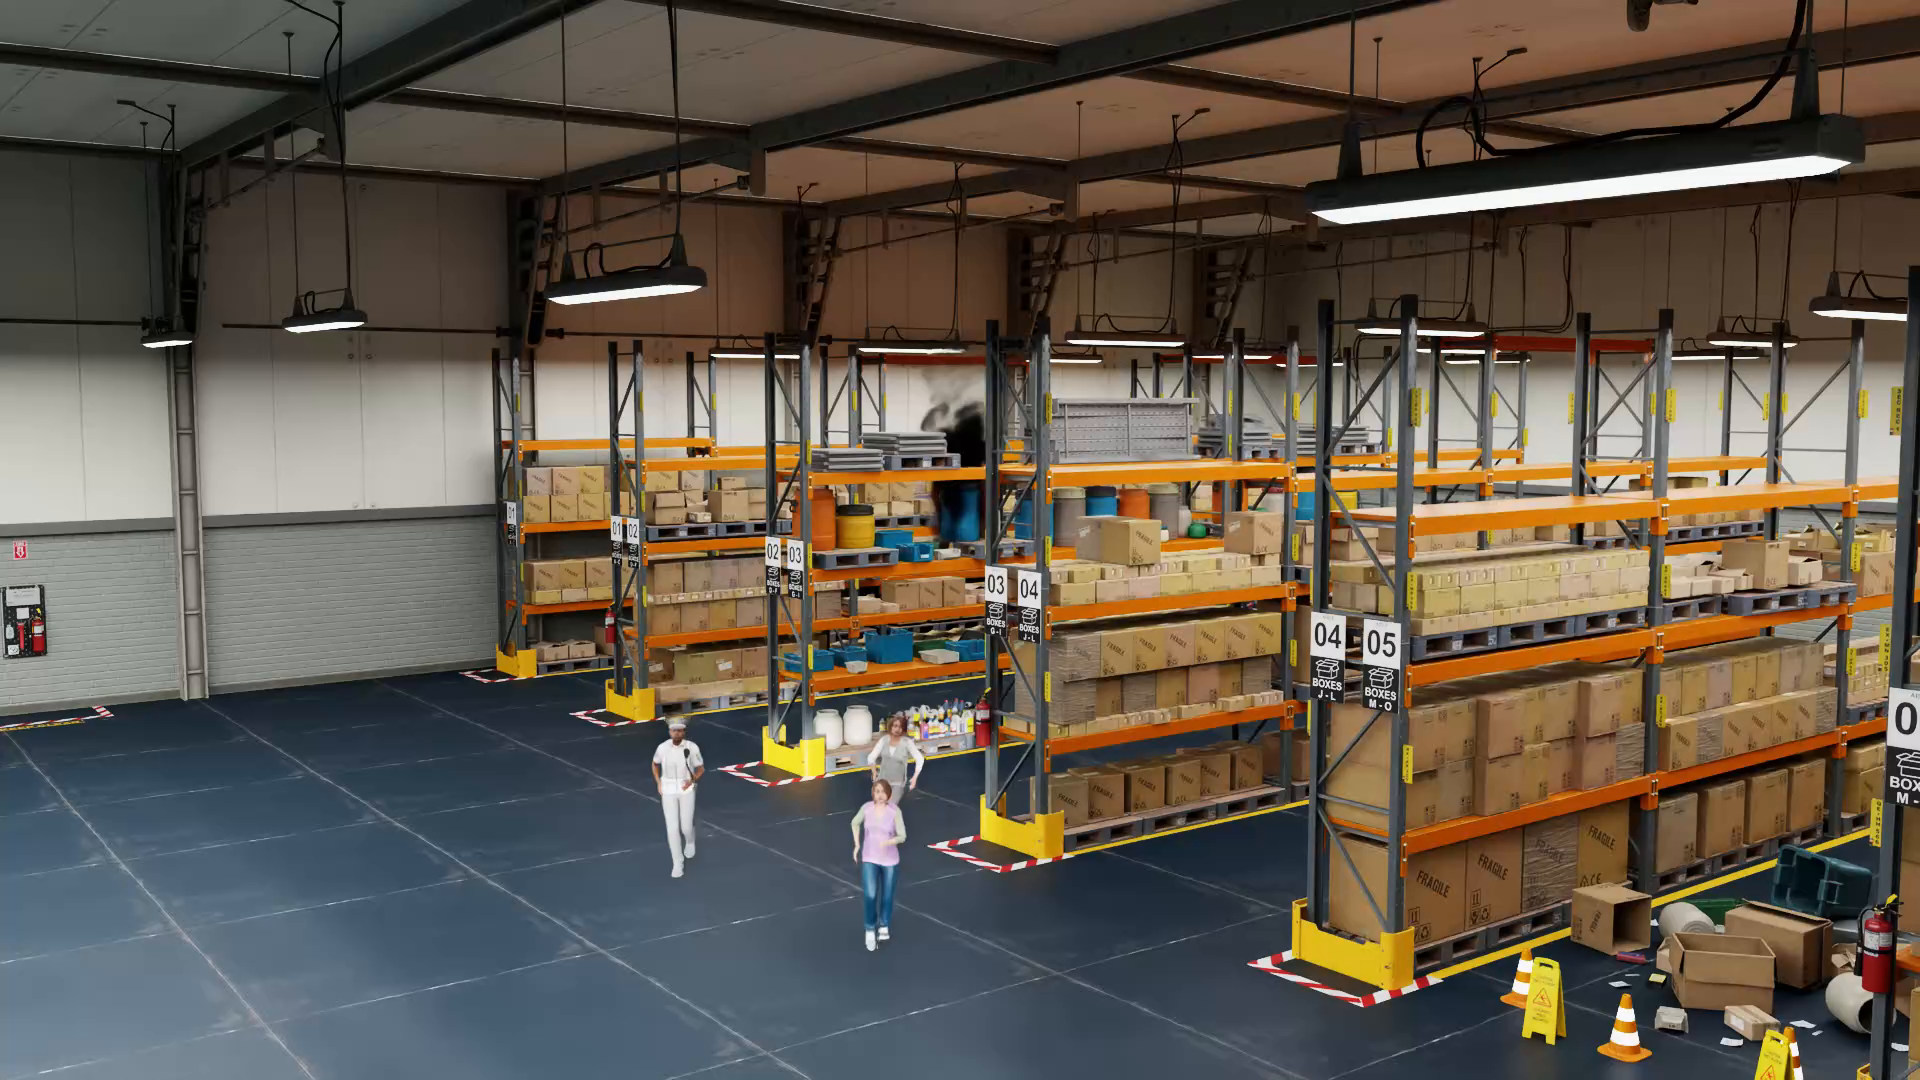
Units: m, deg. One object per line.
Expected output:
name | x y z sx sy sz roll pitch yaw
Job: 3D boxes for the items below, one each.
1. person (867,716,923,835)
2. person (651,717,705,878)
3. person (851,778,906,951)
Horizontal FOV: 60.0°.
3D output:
person | -0.749 2.752 18.623 0.617 1.556 0.535 1 5 15
person | -3.062 2.747 18.061 0.586 1.691 0.715 0 5 -5
person | -0.755 3.021 15.452 0.505 1.574 0.667 0 5 -4
